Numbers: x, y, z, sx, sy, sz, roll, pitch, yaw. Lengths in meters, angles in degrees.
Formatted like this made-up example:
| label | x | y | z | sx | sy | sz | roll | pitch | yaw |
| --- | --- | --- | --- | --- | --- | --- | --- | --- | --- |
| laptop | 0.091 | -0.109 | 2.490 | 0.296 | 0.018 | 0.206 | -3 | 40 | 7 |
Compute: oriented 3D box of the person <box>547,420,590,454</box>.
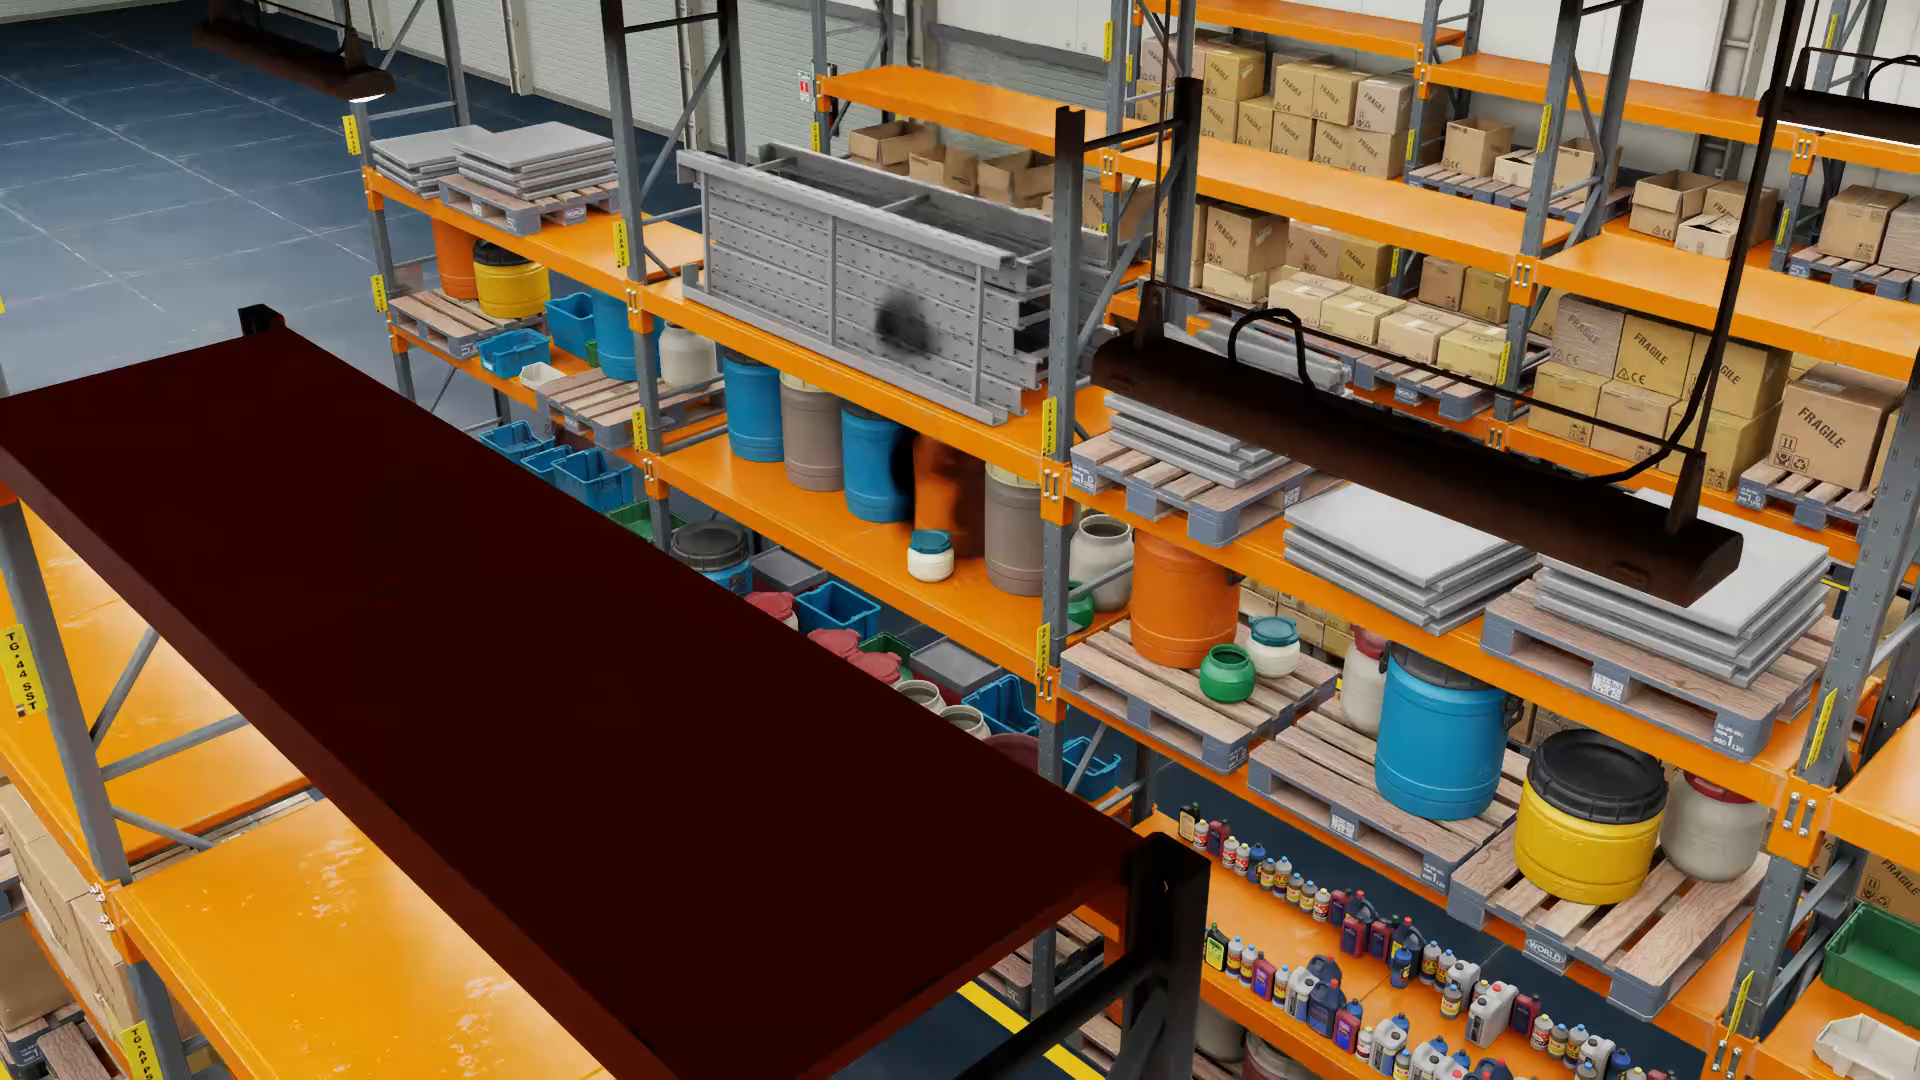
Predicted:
| label | x | y | z | sx | sy | sz | roll | pitch | yaw |
| --- | --- | --- | --- | --- | --- | --- | --- | --- | --- |
| person | -3.979 | -0.967 | 16.850 | 0.639 | 1.743 | 0.739 | 10 | 30 | 18 |

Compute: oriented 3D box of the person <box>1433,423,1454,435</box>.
| label | x | y | z | sx | sy | sz | roll | pitch | yaw |
| --- | --- | --- | --- | --- | --- | --- | --- | --- | --- |
| person | 4.385 | -0.388 | 15.828 | 0.564 | 1.628 | 0.553 | 20 | 34 | 33 |
